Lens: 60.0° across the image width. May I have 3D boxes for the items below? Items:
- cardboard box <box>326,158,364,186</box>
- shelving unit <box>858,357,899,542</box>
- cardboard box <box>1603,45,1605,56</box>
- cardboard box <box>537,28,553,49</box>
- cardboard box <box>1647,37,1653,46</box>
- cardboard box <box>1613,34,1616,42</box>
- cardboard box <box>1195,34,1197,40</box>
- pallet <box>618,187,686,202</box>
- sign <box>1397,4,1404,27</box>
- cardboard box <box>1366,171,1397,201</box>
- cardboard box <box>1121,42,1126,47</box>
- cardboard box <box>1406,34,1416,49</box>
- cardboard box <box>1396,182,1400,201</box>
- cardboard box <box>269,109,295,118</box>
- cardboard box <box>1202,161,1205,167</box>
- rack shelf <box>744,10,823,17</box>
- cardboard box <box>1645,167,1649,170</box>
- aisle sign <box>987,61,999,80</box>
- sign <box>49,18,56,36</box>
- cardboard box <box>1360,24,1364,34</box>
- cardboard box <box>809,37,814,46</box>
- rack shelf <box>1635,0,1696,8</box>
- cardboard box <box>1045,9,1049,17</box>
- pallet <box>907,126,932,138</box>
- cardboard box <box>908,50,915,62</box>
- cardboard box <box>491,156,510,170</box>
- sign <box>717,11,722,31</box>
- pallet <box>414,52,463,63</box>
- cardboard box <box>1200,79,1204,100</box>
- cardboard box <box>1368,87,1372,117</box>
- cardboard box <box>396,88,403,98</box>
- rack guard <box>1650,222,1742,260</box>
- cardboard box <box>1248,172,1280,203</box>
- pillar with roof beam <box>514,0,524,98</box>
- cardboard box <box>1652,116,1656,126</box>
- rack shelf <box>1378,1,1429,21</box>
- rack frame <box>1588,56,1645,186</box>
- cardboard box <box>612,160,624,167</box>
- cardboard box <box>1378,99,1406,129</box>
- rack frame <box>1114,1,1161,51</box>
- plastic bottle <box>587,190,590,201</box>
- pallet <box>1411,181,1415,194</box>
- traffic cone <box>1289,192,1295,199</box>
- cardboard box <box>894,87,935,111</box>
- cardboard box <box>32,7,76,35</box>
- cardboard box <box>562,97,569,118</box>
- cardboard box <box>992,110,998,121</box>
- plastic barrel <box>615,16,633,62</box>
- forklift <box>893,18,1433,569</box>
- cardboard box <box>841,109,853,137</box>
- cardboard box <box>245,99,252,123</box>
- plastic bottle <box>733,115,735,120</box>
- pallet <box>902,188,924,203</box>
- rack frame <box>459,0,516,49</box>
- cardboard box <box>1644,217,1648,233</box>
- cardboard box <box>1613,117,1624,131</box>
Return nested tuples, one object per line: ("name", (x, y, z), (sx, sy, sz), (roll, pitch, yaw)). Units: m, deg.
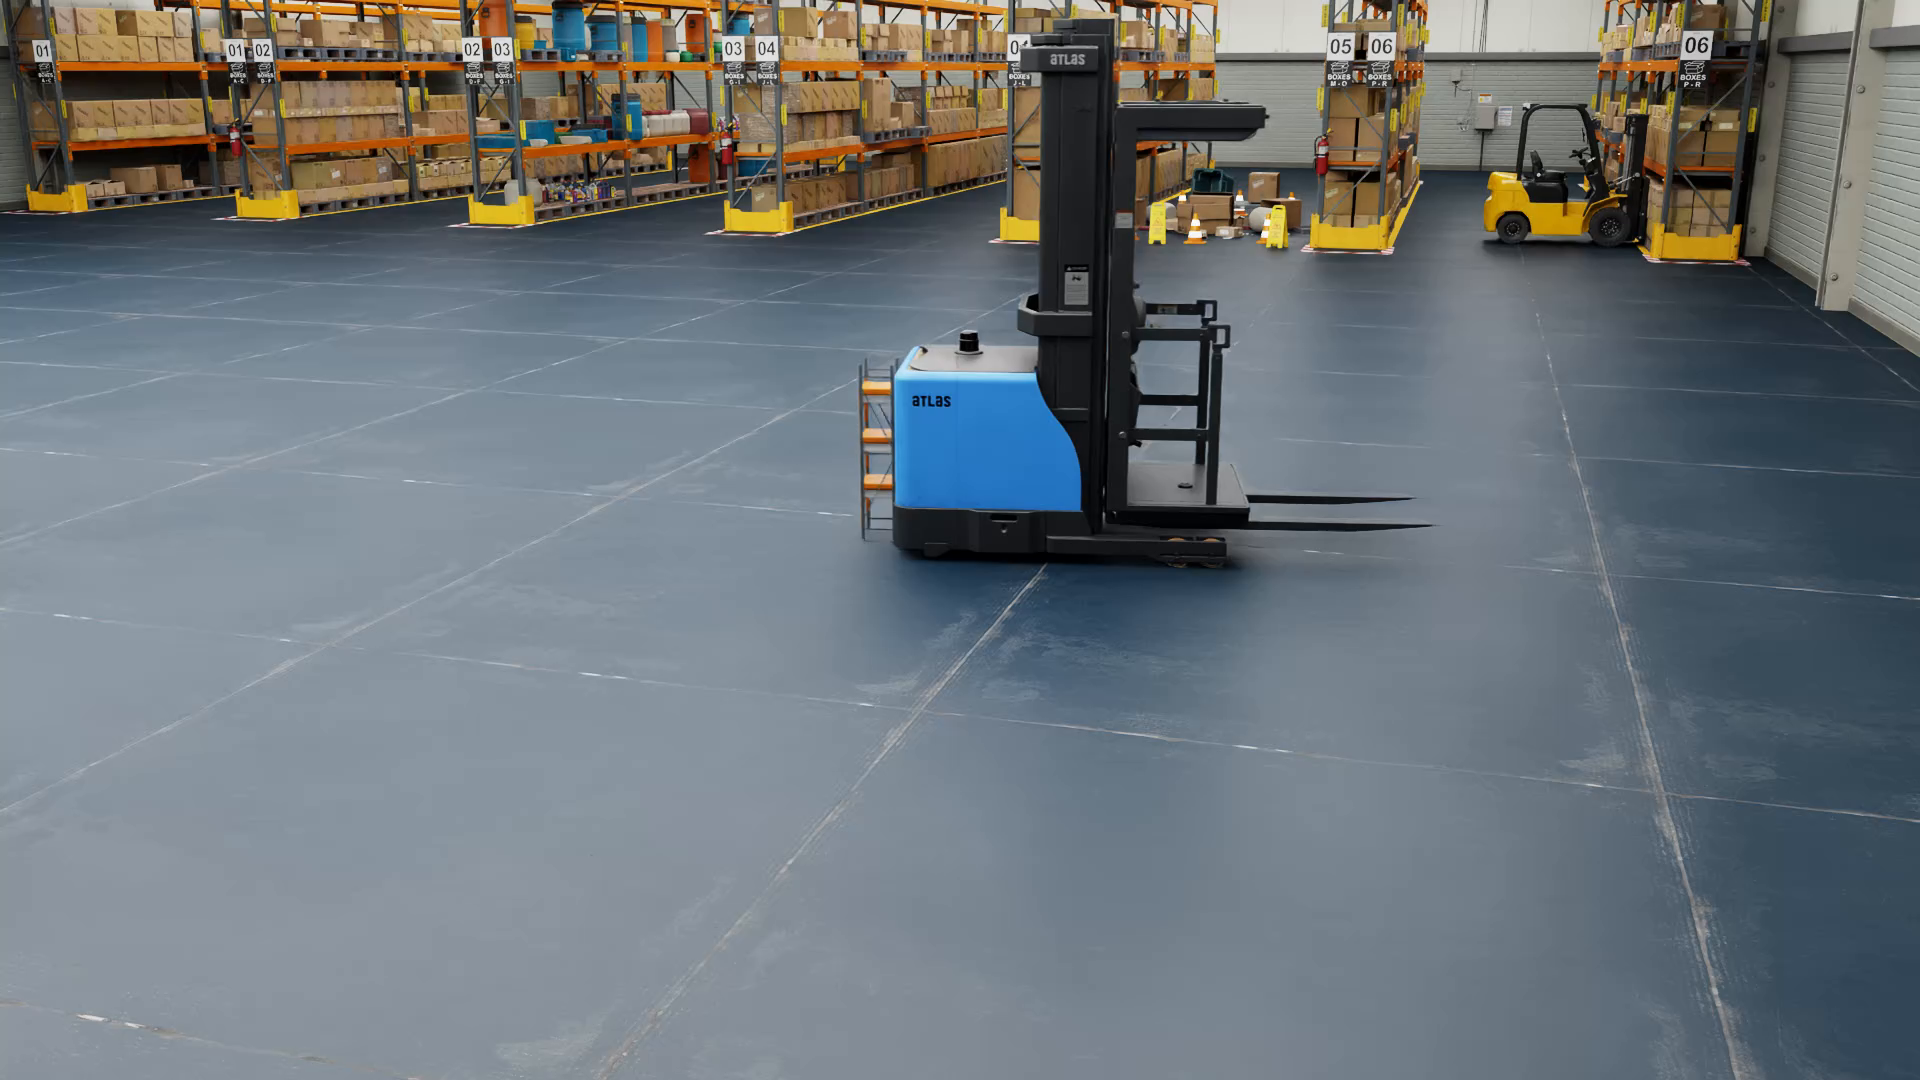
("cardboard box", (-12.176, -7.271, 32.863), (0.500, 0.500, 0.500), (5, 16, 16))
("shelving unit", (-0.470, -0.530, 9.775), (0.215, 1.050, 0.252), (1, 16, 4))
("cardboard box", (14.822, -11.065, 37.576), (0.500, 0.250, 0.500), (5, 17, 17))
("cardboard box", (-10.150, -11.922, 39.730), (0.600, 0.600, 0.600), (4, 16, 14))
("cardboard box", (11.946, -8.525, 28.397), (0.380, 0.149, 0.250), (5, 16, 16))
("cardboard box", (13.572, -10.267, 33.995), (0.380, 0.149, 0.250), (4, 16, 15))
("cardboard box", (5.222, -11.539, 38.145), (0.380, 0.149, 0.250), (4, 16, 14))
("pallet", (-6.555, -7.365, 35.407), (1.003, 0.211, 1.213), (5, 16, 16))
("sign", (6.548, -7.800, 24.733), (0.100, 0.325, 0.005), (5, 16, 16))
("cardboard box", (7.254, -6.089, 28.696), (0.500, 0.500, 0.500), (4, 16, 15))
("cardboard box", (2.923, -9.207, 30.802), (0.250, 0.149, 0.380), (5, 16, 16))
("cardboard box", (7.715, -8.720, 29.083), (0.500, 0.250, 0.500), (4, 16, 14))
("cardboard box", (7.929, -6.669, 31.889), (0.950, 0.372, 0.625), (4, 16, 15))
("cardboard box", (-12.652, -7.962, 31.032), (0.380, 0.149, 0.250), (5, 16, 15))
("cardboard box", (5.778, -9.199, 40.675), (0.380, 0.149, 0.250), (4, 16, 14))
("rack shelf", (-4.244, -13.141, 41.721), (1.077, 0.370, 4.000), (5, 16, 16))
("cardboard box", (13.604, -7.250, 32.515), (0.380, 0.149, 0.250), (5, 17, 17))
("aisle sign", (0.806, -12.226, 42.671), (0.394, 0.787, 0.004), (5, 16, 16))
("sign", (-17.201, -9.721, 31.505), (0.100, 0.325, 0.005), (5, 16, 16))
("cardboard box", (6.127, -7.991, 26.006), (0.380, 0.149, 0.250), (5, 17, 16))
("cardboard box", (-2.771, -8.701, 29.057), (0.380, 0.149, 0.250), (4, 16, 13))
("rack shelf", (12.493, -9.512, 28.925), (1.077, 0.370, 4.000), (5, 16, 16))
("cardboard box", (1.241, -8.606, 27.224), (0.380, 0.149, 0.250), (5, 17, 17))
("pallet", (-1.300, -8.553, 34.838), (1.213, 0.211, 1.003), (5, 16, 16))
("cardboard box", (-1.228, -9.937, 34.143), (0.500, 0.250, 0.500), (5, 16, 16))
("cardboard box", (-10.610, -8.602, 37.901), (0.500, 0.311, 0.500), (5, 17, 17))
("sign", (-4.000, -8.664, 27.759), (0.100, 0.325, 0.005), (5, 16, 16))
("pallet", (-11.119, -10.484, 36.144), (1.003, 0.211, 1.213), (5, 17, 18))
("cardboard box", (5.478, -10.647, 39.309), (0.500, 0.500, 0.500), (4, 16, 14))
("cardboard box", (6.115, -6.933, 26.215), (0.700, 0.500, 0.500), (5, 17, 16))
("cardboard box", (-14.353, -11.325, 42.122), (0.500, 0.250, 0.500), (5, 17, 17))
("rack guard", (10.781, -4.386, 24.375), (1.175, 0.500, 0.348), (5, 16, 16))
("cardboard box", (5.449, -6.317, 29.796), (0.500, 0.500, 0.500), (5, 16, 16))
("pillar with roof beam", (-9.108, -15.411, 47.671), (9.100, 9.000, 0.400), (5, 16, 16))
("cardboard box", (11.245, -6.673, 26.485), (0.380, 0.149, 0.250), (4, 16, 15))
("rack shelf", (10.006, -11.989, 37.657), (1.077, 0.370, 4.000), (5, 16, 16))
("rack frame", (15.335, -9.780, 38.814), (1.000, 3.000, 0.127), (5, 16, 16))
("cardboard box", (-8.997, -9.824, 43.355), (0.380, 0.166, 0.250), (5, 16, 16))
("cardboard box", (7.573, -7.519, 29.342), (0.500, 0.500, 0.500), (5, 17, 17))
("rack frame", (3.527, -11.315, 33.230), (1.000, 3.000, 0.127), (5, 16, 16))
("plastic bottle", (-7.196, -6.642, 32.072), (0.097, 0.201, 0.097), (0, 16, 0))
("pallet", (9.729, -7.969, 37.539), (1.003, 0.211, 1.213), (5, 16, 16))
("traffic cone", (6.175, -6.237, 30.972), (0.336, 0.463, 0.334), (5, 16, 16))
("cardboard box", (-0.977, -9.561, 36.018), (0.797, 0.503, 0.637), (5, 17, 18))
("cardboard box", (-17.379, -9.963, 31.909), (0.500, 0.500, 0.500), (3, 16, 12))
("cardboard box", (-10.044, -10.614, 40.801), (0.700, 0.500, 0.500), (7, 17, 25))
("cardboard box", (0.609, -10.326, 40.466), (0.500, 0.250, 0.500), (5, 17, 17))
("plastic barrel", (-6.963, -10.183, 33.817), (0.600, 0.901, 0.600), (0, 16, 0))
("forklift", (1.164, -1.402, 9.401), (3.031, 2.935, 1.130), (1, 16, 4))
("cardboard box", (-2.524, -7.872, 31.356), (0.875, 0.500, 0.500), (5, 16, 16))
("cardboard box", (-16.084, -9.656, 37.387), (0.700, 0.500, 0.500), (7, 17, 24))
("plastic bottle", (-5.257, -9.669, 38.513), (0.144, 0.351, 0.185), (5, 16, 16))
("pallet", (-1.424, -7.294, 35.158), (1.003, 0.211, 1.213), (5, 16, 16))
("rack frame", (-8.222, -10.017, 28.655), (1.000, 3.000, 0.127), (5, 16, 16))
("cardboard box", (10.920, -4.881, 25.809), (0.500, 0.250, 0.500), (5, 17, 16))
("cardboard box", (13.051, -8.118, 32.460), (0.500, 0.250, 0.500), (4, 16, 13))
